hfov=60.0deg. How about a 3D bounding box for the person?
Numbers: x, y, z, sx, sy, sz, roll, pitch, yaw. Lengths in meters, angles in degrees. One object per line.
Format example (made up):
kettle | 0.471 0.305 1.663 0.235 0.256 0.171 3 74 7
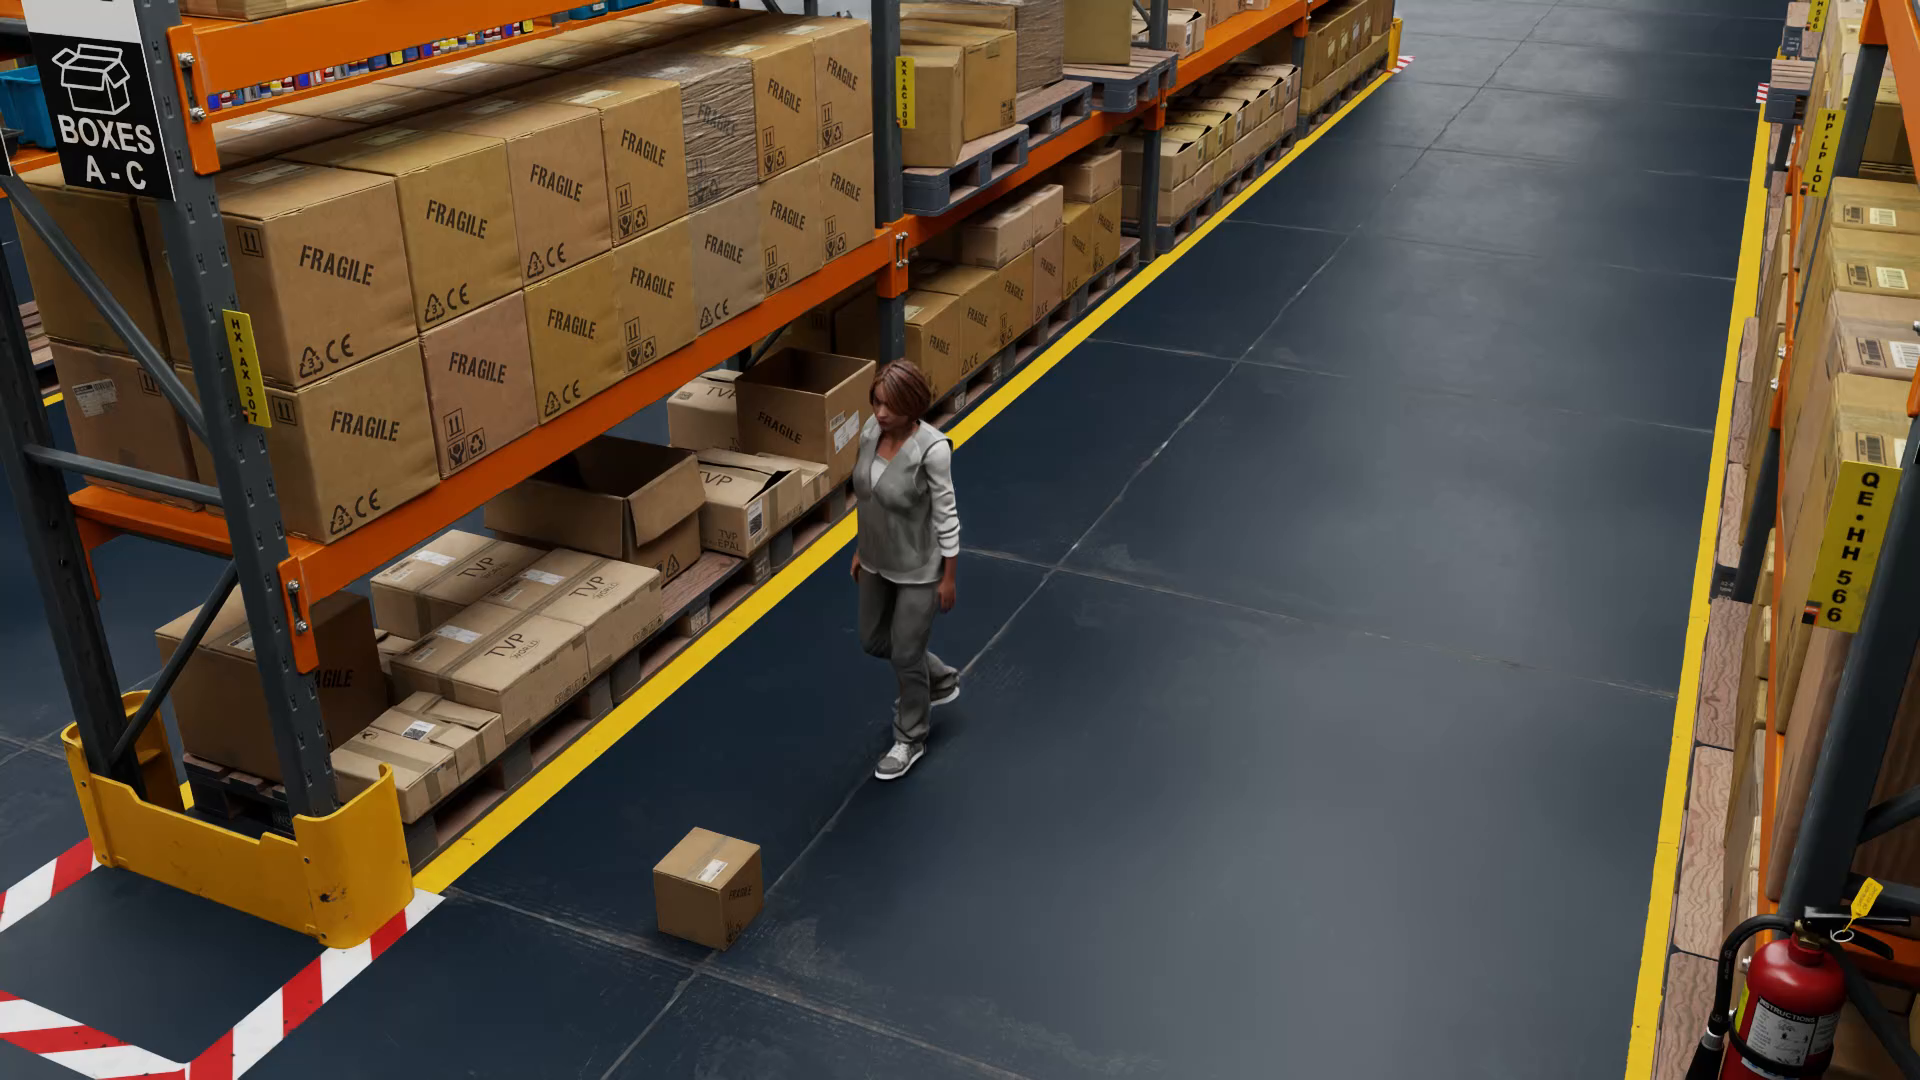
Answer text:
person | -0.161 0.099 5.961 0.437 1.559 0.512 23 35 38
